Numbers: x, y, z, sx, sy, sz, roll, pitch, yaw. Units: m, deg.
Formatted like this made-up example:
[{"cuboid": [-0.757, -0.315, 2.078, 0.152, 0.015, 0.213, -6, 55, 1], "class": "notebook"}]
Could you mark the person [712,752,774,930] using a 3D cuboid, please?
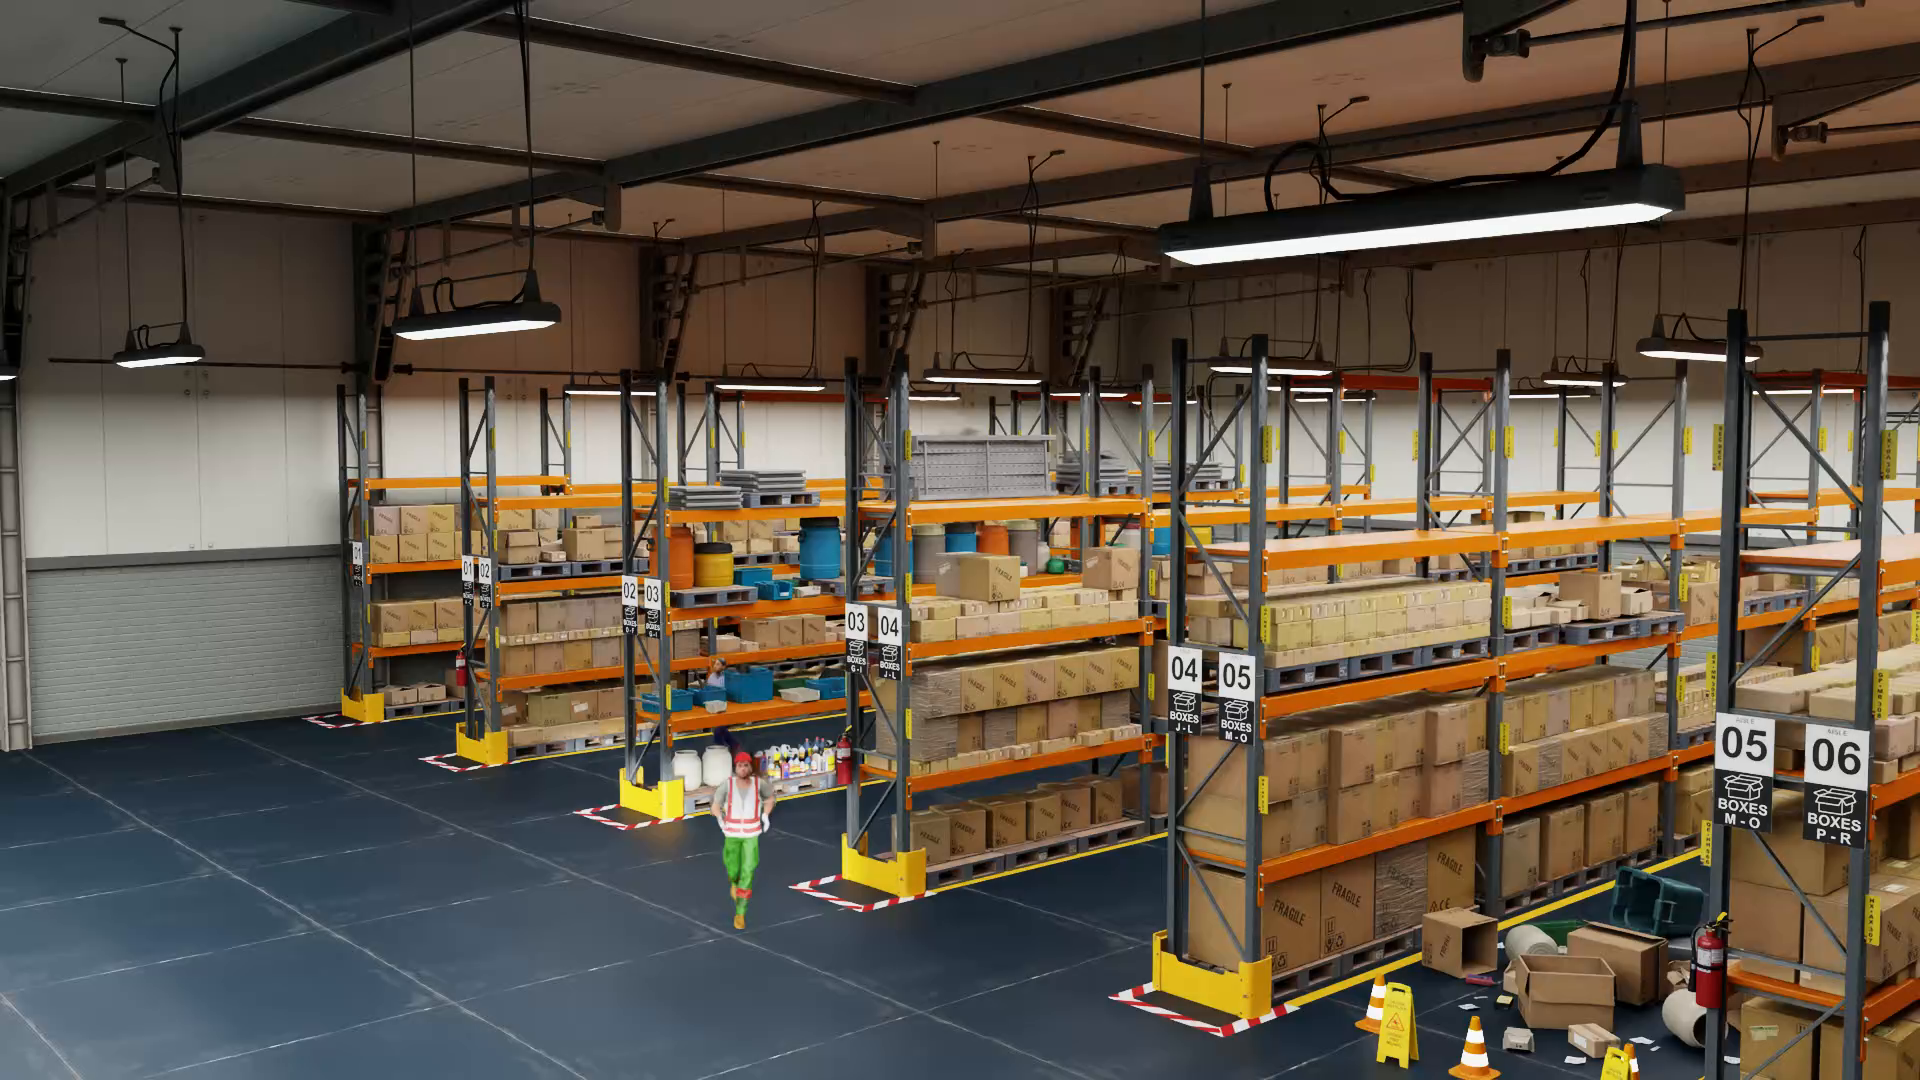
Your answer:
[{"cuboid": [-2.295, 3.128, 17.610, 0.660, 1.791, 0.928, 0, 4, -6], "class": "person"}]

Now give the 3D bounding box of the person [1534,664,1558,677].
[{"cuboid": [8.868, 2.644, 25.048, 0.669, 1.777, 0.754, 4, 5, 44], "class": "person"}]

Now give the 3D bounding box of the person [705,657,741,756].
[{"cuboid": [-3.682, 2.639, 25.744, 0.632, 1.643, 0.902, 3, 5, 35], "class": "person"}]
